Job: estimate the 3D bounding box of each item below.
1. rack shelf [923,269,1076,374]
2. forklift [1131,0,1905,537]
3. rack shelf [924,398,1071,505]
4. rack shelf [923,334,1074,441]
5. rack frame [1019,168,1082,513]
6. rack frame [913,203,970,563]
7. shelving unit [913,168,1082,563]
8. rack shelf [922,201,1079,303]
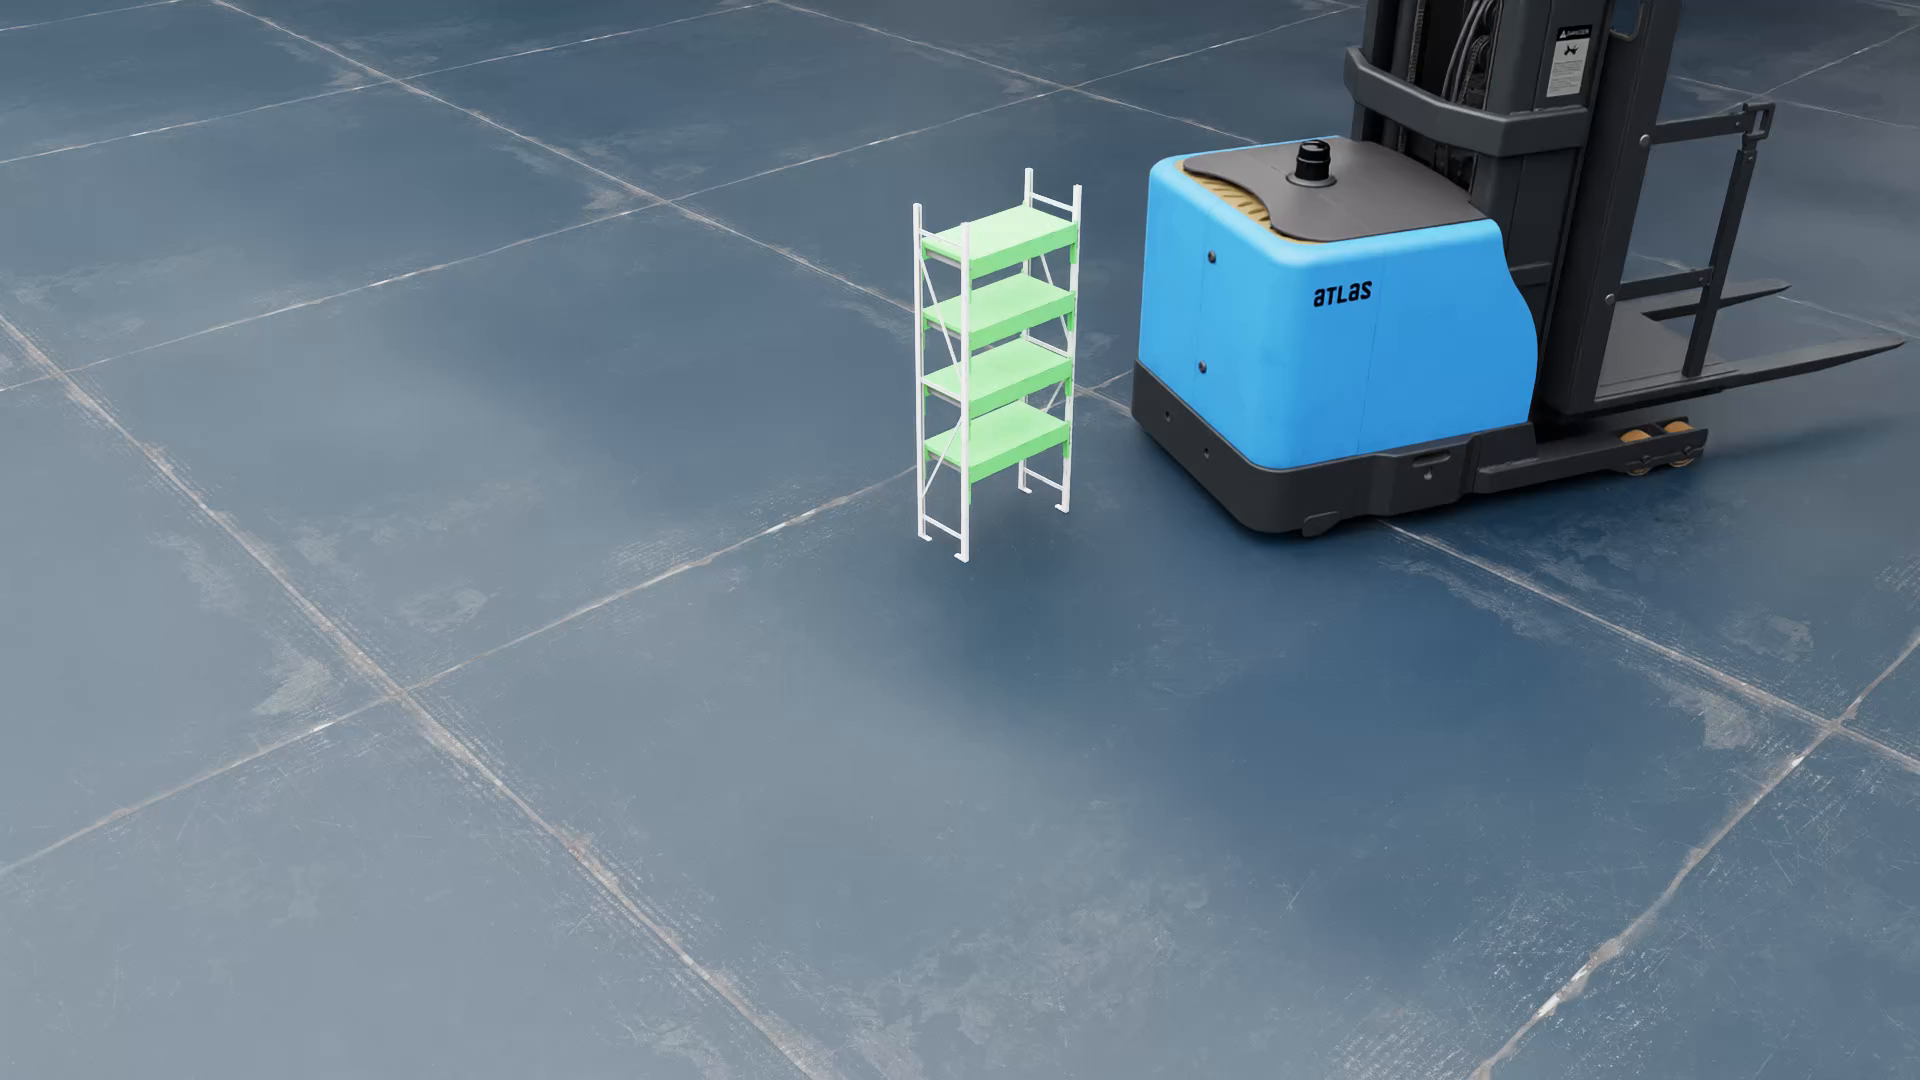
[{"bbox_3d":[0.121,-0.721,5.441,0.480,0.148,0.258,-26,40,-35],"label":"rack shelf"},{"bbox_3d":[2.231,-1.732,5.773,3.031,2.935,1.130,-11,33,-18],"label":"forklift"},{"bbox_3d":[0.121,-0.311,5.692,0.480,0.148,0.258,-26,40,-35],"label":"rack shelf"},{"bbox_3d":[0.121,-0.516,5.566,0.480,0.148,0.258,-26,40,-35],"label":"rack shelf"},{"bbox_3d":[0.300,-0.657,5.675,0.015,1.200,0.240,-26,40,-35],"label":"rack frame"},{"bbox_3d":[-0.058,-0.484,5.391,0.015,1.200,0.240,-26,40,-35],"label":"rack frame"},{"bbox_3d":[0.121,-0.571,5.533,0.503,1.200,0.258,-26,40,-35],"label":"shelving unit"},{"bbox_3d":[0.121,-0.926,5.316,0.480,0.148,0.258,-26,40,-35],"label":"rack shelf"}]
